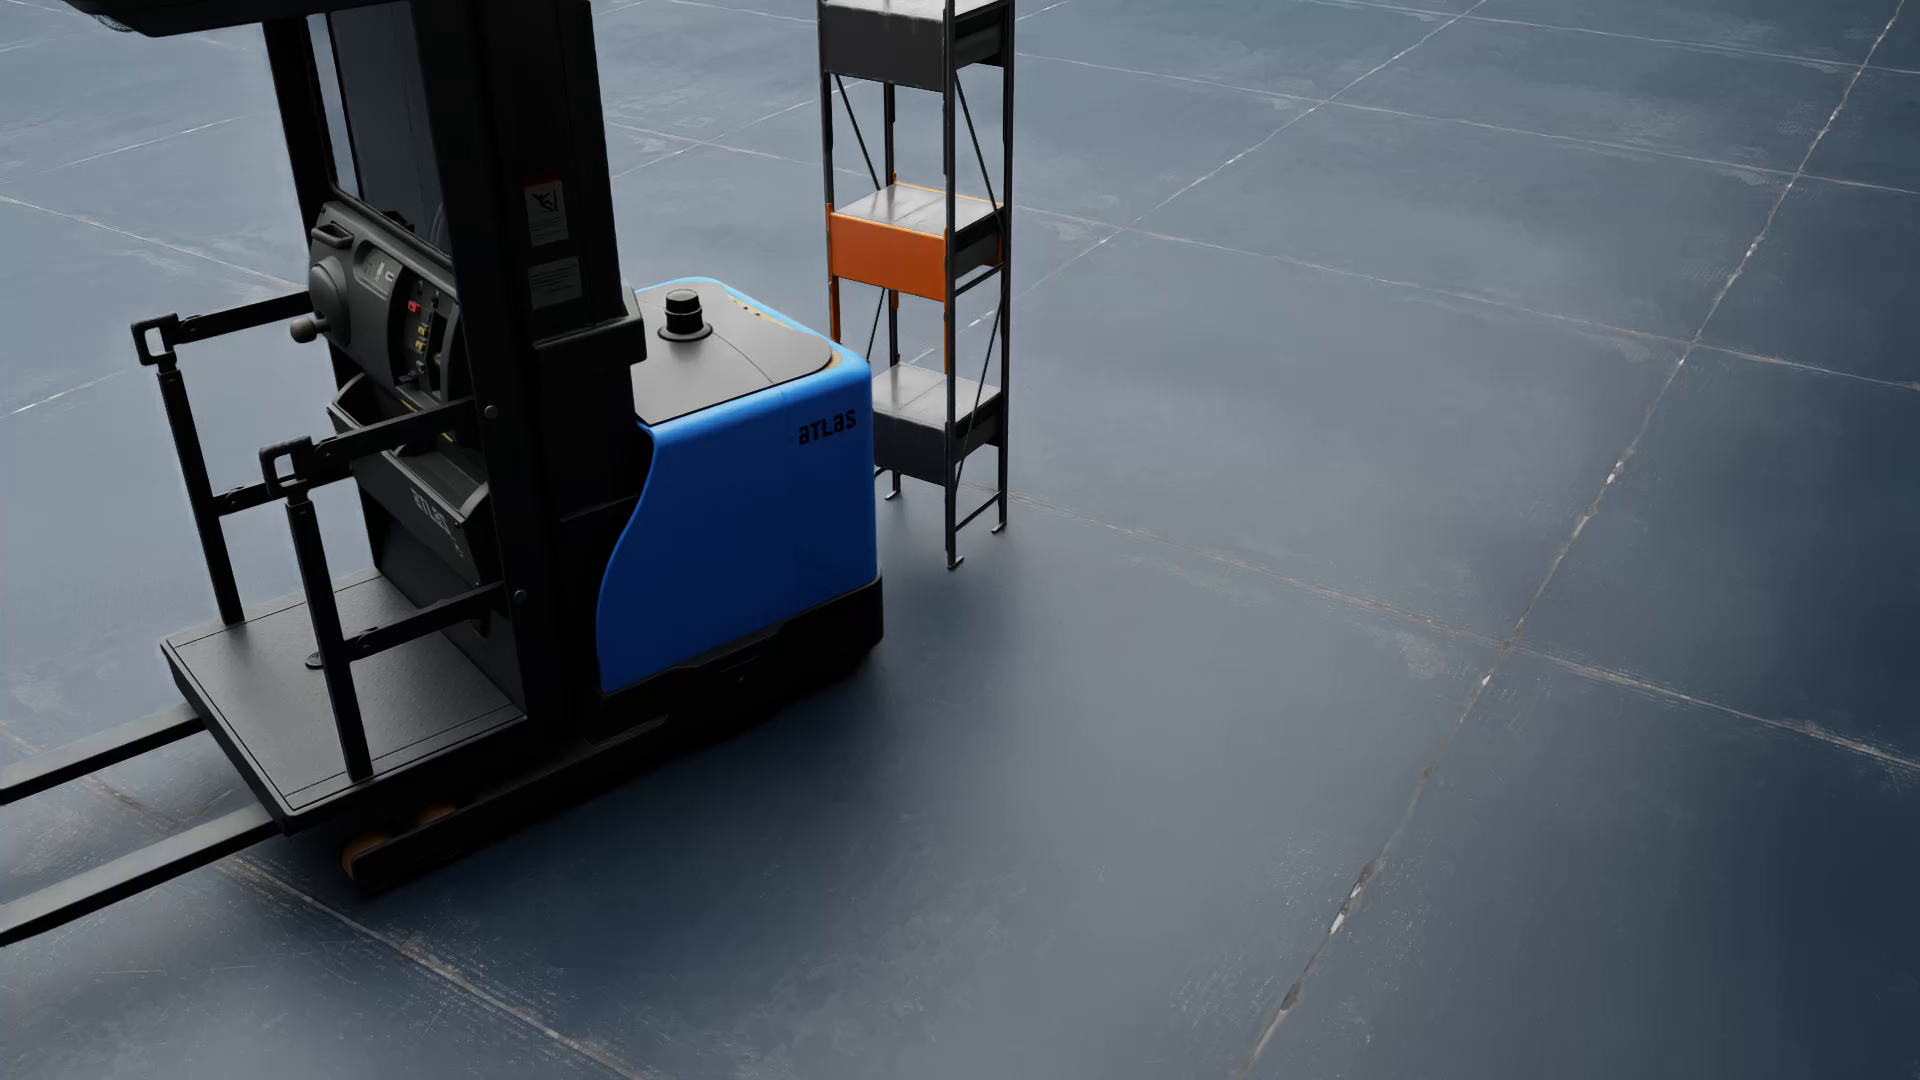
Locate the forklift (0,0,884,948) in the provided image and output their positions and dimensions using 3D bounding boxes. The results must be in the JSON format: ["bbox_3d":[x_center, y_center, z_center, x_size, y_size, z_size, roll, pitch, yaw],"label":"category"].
[{"bbox_3d":[-1.714,-0.600,4.370,3.031,2.935,1.130,-23,37,-33],"label":"forklift"}]

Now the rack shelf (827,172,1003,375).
[{"bbox_3d":[-0.140,-0.940,5.804,0.480,0.518,0.431,18,35,27],"label":"rack shelf"}]

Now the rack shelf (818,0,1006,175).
[{"bbox_3d":[-0.140,-1.544,5.451,0.480,0.518,0.431,18,35,27],"label":"rack shelf"}]

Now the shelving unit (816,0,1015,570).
[{"bbox_3d":[-0.140,-0.951,5.797,0.503,2.100,0.431,18,35,27],"label":"shelving unit"}]

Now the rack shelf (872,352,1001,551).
[{"bbox_3d":[-0.140,-0.335,6.157,0.480,0.518,0.431,18,35,27],"label":"rack shelf"}]

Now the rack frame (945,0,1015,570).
[{"bbox_3d":[0.066,-0.886,5.685,0.015,2.100,0.400,18,35,27],"label":"rack frame"}]

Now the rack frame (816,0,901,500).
[{"bbox_3d":[-0.347,-1.017,5.909,0.015,2.100,0.400,18,35,27],"label":"rack frame"}]
